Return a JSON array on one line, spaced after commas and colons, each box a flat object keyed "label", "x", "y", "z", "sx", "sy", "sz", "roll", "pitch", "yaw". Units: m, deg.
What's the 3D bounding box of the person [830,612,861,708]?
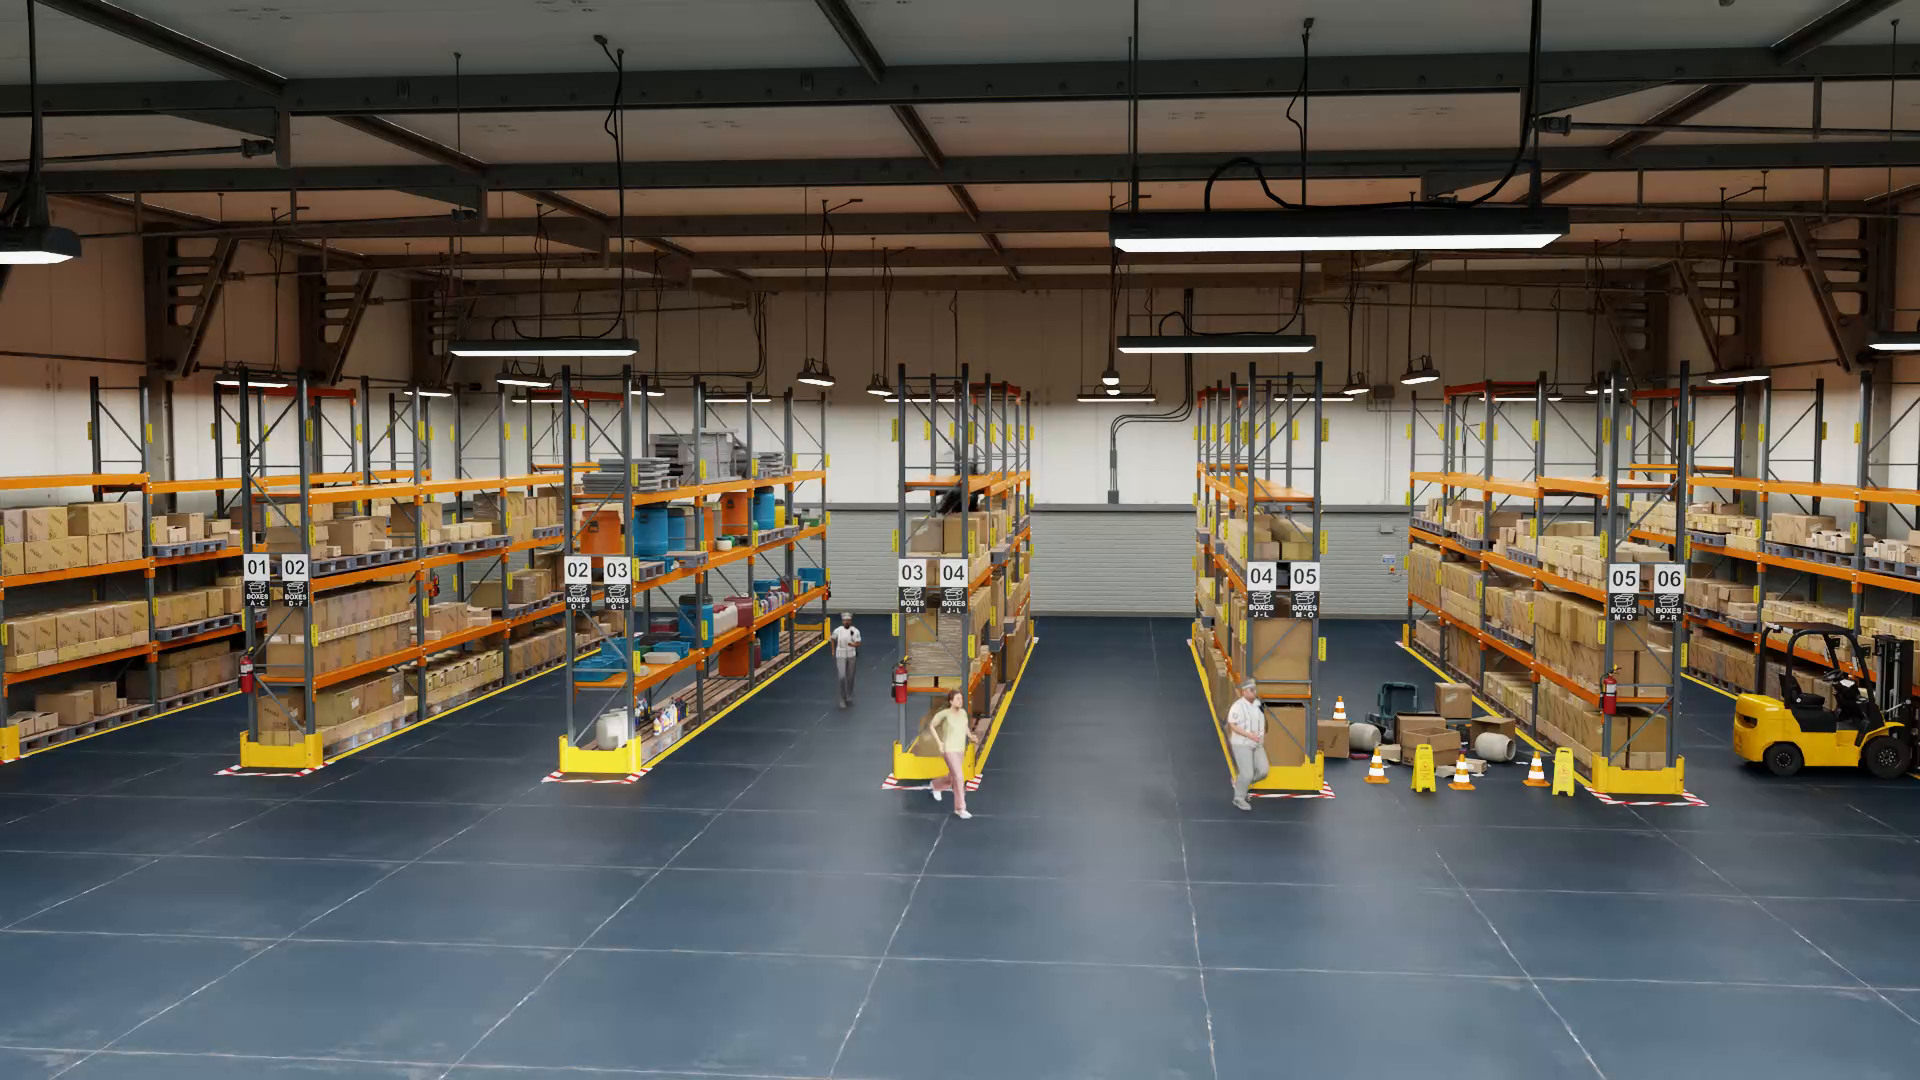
[{"label": "person", "x": -2.092, "y": 2.198, "z": 30.571, "sx": 0.545, "sy": 1.758, "sz": 0.752, "roll": -1, "pitch": 4, "yaw": -9}]

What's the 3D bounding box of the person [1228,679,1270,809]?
[{"label": "person", "x": 3.892, "y": 2.713, "z": 22.173, "sx": 0.698, "sy": 1.740, "sz": 0.571, "roll": -3, "pitch": 5, "yaw": -38}]

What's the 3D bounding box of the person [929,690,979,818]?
[{"label": "person", "x": -0.142, "y": 2.780, "z": 21.914, "sx": 0.559, "sy": 1.655, "sz": 0.885, "roll": -3, "pitch": 5, "yaw": -41}]
